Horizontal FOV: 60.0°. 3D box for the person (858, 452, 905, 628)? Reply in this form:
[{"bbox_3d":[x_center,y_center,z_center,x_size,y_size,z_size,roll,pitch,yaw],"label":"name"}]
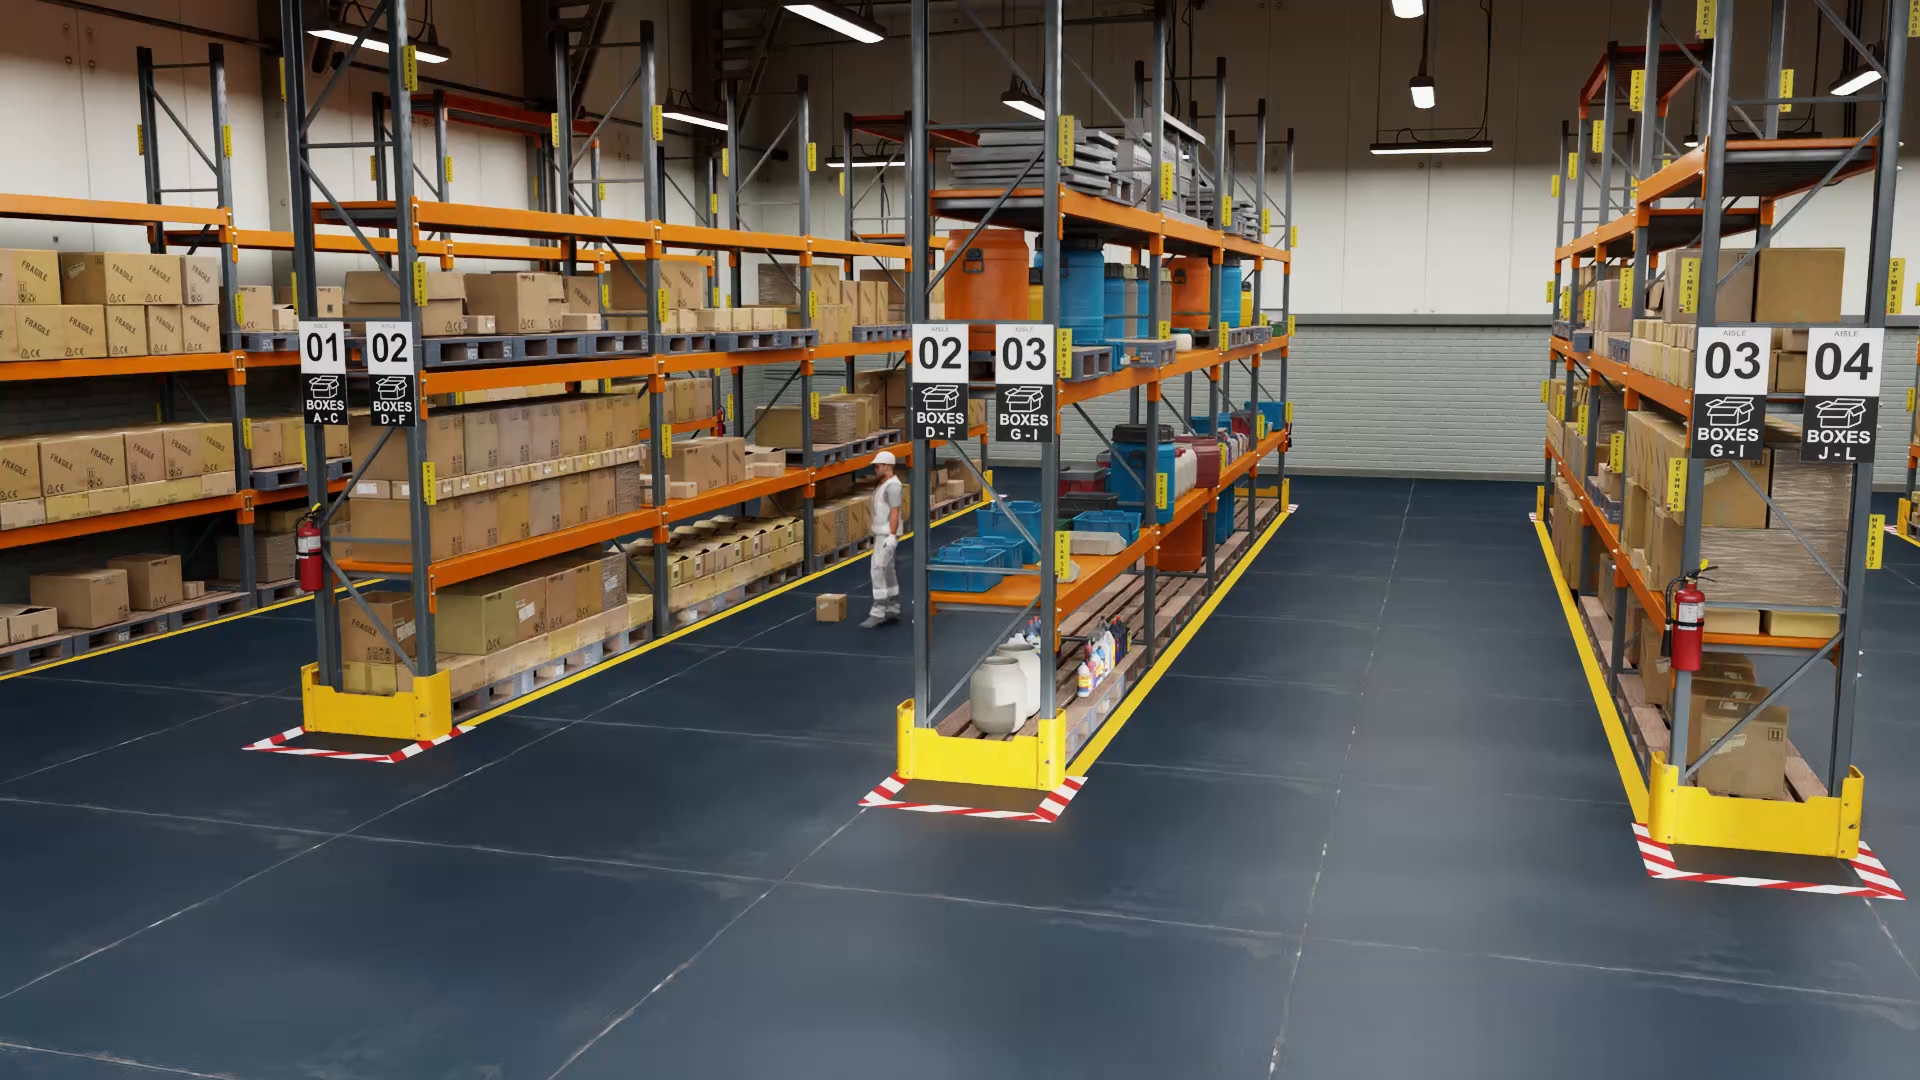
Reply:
[{"bbox_3d":[-0.861,-0.022,17.395,0.528,1.797,0.565,-2,9,-16],"label":"person"}]
